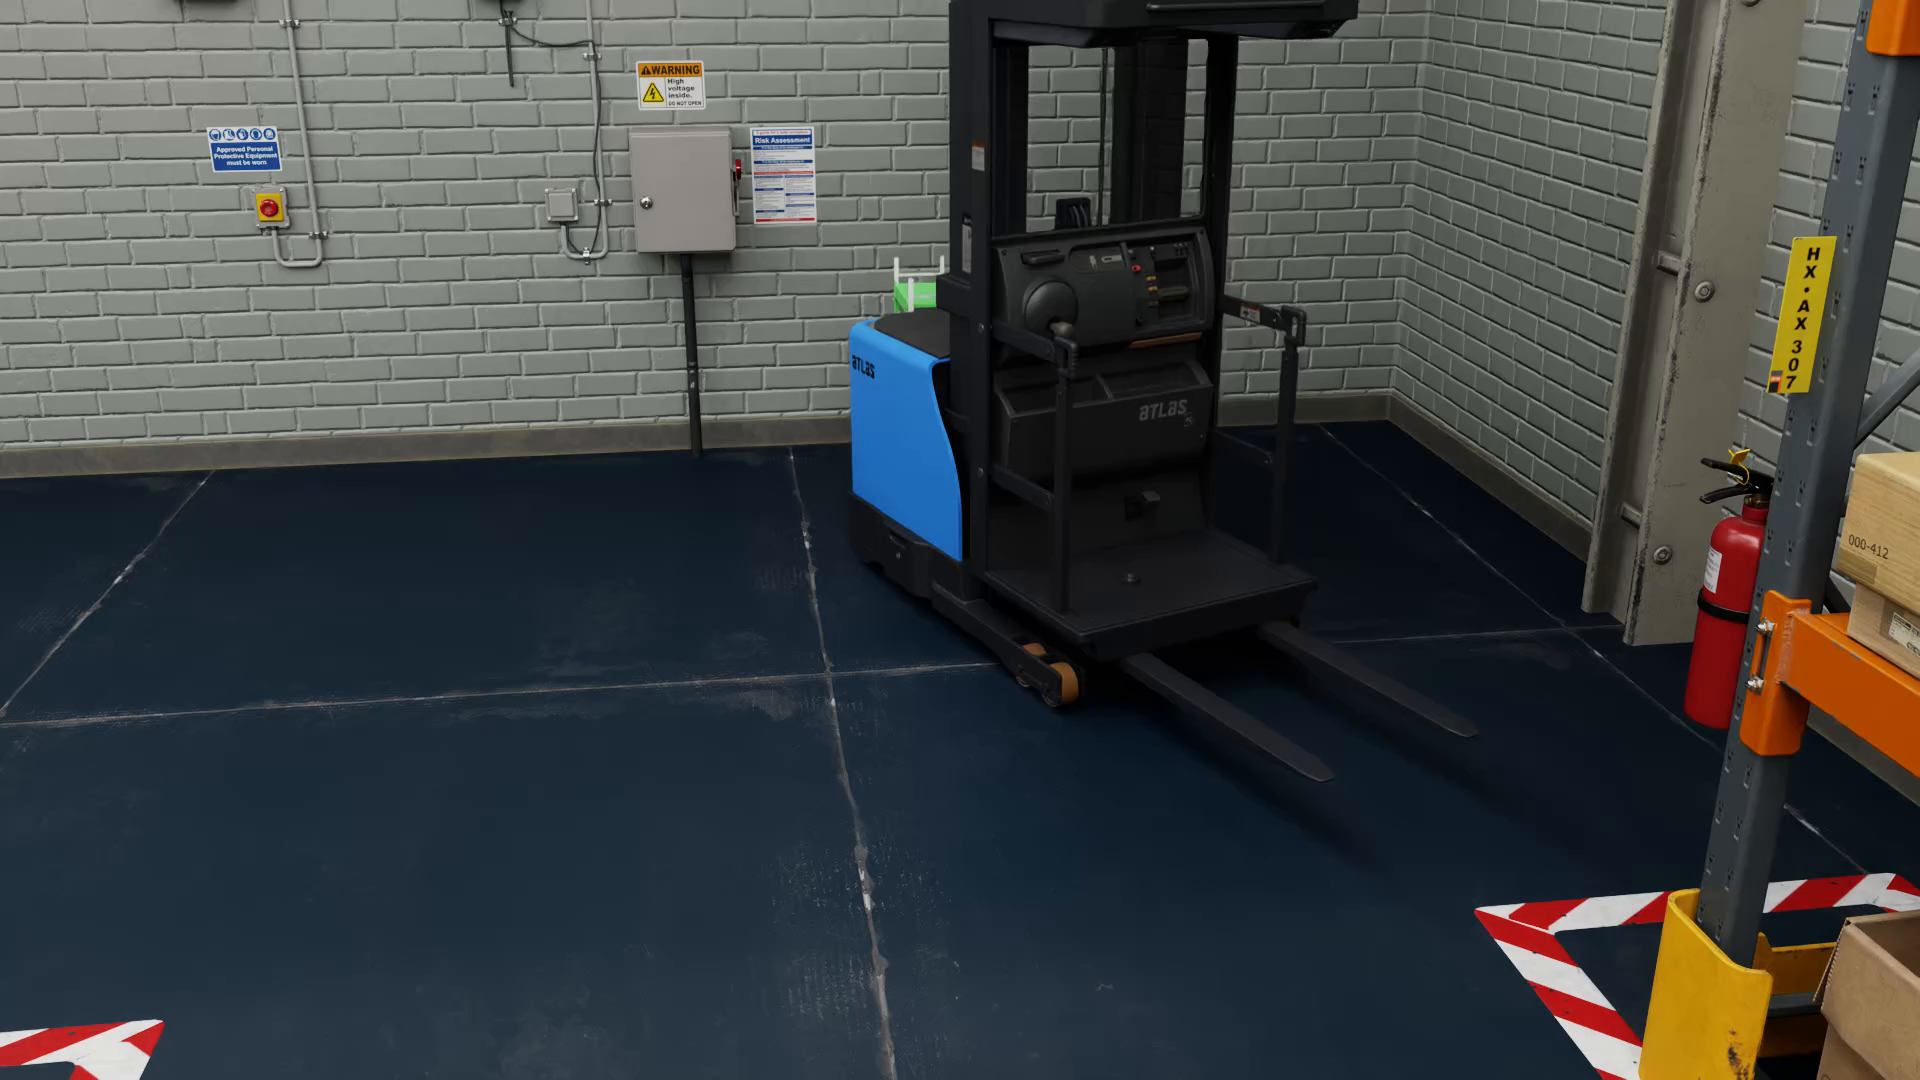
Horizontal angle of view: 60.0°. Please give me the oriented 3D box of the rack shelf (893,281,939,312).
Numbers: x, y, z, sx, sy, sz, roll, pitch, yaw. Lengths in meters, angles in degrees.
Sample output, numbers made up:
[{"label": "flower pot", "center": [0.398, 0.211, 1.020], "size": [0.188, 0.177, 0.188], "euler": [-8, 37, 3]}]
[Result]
[{"label": "rack shelf", "center": [-0.152, -1.085, 7.716], "size": [0.258, 0.148, 0.480], "euler": [-3, 21, -9]}]

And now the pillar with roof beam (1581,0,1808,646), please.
[{"label": "pillar with roof beam", "center": [-1.483, -3.656, 4.642], "size": [9.100, 9.000, 0.400], "euler": [-3, 21, -8]}]

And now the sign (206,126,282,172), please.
[{"label": "sign", "center": [-3.530, -1.928, 8.205], "size": [0.327, 0.218, 0.001], "euler": [-3, 21, -8]}]

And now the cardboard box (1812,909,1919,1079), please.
[{"label": "cardboard box", "center": [2.268, 1.106, 3.436], "size": [0.797, 0.503, 0.637], "euler": [-4, 21, -10]}]

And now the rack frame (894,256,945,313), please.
[{"label": "rack frame", "center": [-0.193, -0.779, 8.087], "size": [0.240, 1.200, 0.015], "euler": [-3, 21, -9]}]

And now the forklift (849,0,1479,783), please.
[{"label": "forklift", "center": [0.662, -0.942, 6.051], "size": [1.130, 2.935, 3.031], "euler": [-11, 23, -27]}]

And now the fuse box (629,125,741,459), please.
[{"label": "fuse box", "center": [-1.374, -1.235, 8.576], "size": [0.539, 1.711, 0.414], "euler": [-3, 21, -8]}]

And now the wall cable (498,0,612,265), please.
[{"label": "wall cable", "center": [-2.072, -2.334, 8.227], "size": [0.588, 1.984, 0.122], "euler": [-3, 21, -8]}]

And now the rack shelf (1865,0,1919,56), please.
[{"label": "rack shelf", "center": [2.562, -0.459, 1.399], "size": [1.077, 0.370, 4.000], "euler": [-3, 21, -8]}]

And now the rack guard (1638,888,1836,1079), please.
[{"label": "rack guard", "center": [2.285, 1.114, 4.019], "size": [1.175, 0.500, 0.348], "euler": [-3, 21, -8]}]

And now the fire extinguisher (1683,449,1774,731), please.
[{"label": "fire extinguisher", "center": [1.795, 0.100, 3.805], "size": [0.296, 0.674, 0.183], "euler": [-3, 21, -8]}]

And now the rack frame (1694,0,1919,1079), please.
[{"label": "rack frame", "center": [2.274, -0.083, 3.652], "size": [1.000, 3.000, 0.127], "euler": [-3, 21, -8]}]

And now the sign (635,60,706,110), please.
[{"label": "sign", "center": [-1.458, -2.294, 8.391], "size": [0.339, 0.242, 0.001], "euler": [-3, 21, -8]}]

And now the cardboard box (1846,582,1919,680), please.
[{"label": "cardboard box", "center": [2.050, 0.162, 3.354], "size": [0.380, 0.149, 0.250], "euler": [-3, 21, -8]}]

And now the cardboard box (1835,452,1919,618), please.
[{"label": "cardboard box", "center": [2.072, 0.018, 3.169], "size": [0.500, 0.250, 0.500], "euler": [-3, 21, -7]}]

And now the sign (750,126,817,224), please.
[{"label": "sign", "center": [-0.915, -1.890, 8.626], "size": [0.329, 0.494, 0.001], "euler": [-3, 21, -8]}]

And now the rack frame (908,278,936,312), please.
[{"label": "rack frame", "center": [-0.111, -0.611, 7.637], "size": [0.240, 1.200, 0.015], "euler": [-3, 21, -9]}]

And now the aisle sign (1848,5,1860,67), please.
[{"label": "aisle sign", "center": [1.973, -1.310, 3.221], "size": [0.394, 0.787, 0.004], "euler": [-3, 21, -8]}]

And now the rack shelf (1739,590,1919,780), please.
[{"label": "rack shelf", "center": [2.562, 0.946, 1.924], "size": [1.077, 0.370, 4.000], "euler": [-3, 21, -8]}]

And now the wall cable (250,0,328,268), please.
[{"label": "wall cable", "center": [-3.474, -2.273, 8.019], "size": [0.585, 1.953, 0.123], "euler": [-3, 21, -8]}]

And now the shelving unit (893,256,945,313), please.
[{"label": "shelving unit", "center": [-0.152, -0.695, 7.862], "size": [0.258, 1.200, 0.503], "euler": [-3, 21, -9]}]

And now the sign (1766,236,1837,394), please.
[{"label": "sign", "center": [1.737, -0.461, 3.427], "size": [0.100, 0.325, 0.005], "euler": [-3, 21, -8]}]
